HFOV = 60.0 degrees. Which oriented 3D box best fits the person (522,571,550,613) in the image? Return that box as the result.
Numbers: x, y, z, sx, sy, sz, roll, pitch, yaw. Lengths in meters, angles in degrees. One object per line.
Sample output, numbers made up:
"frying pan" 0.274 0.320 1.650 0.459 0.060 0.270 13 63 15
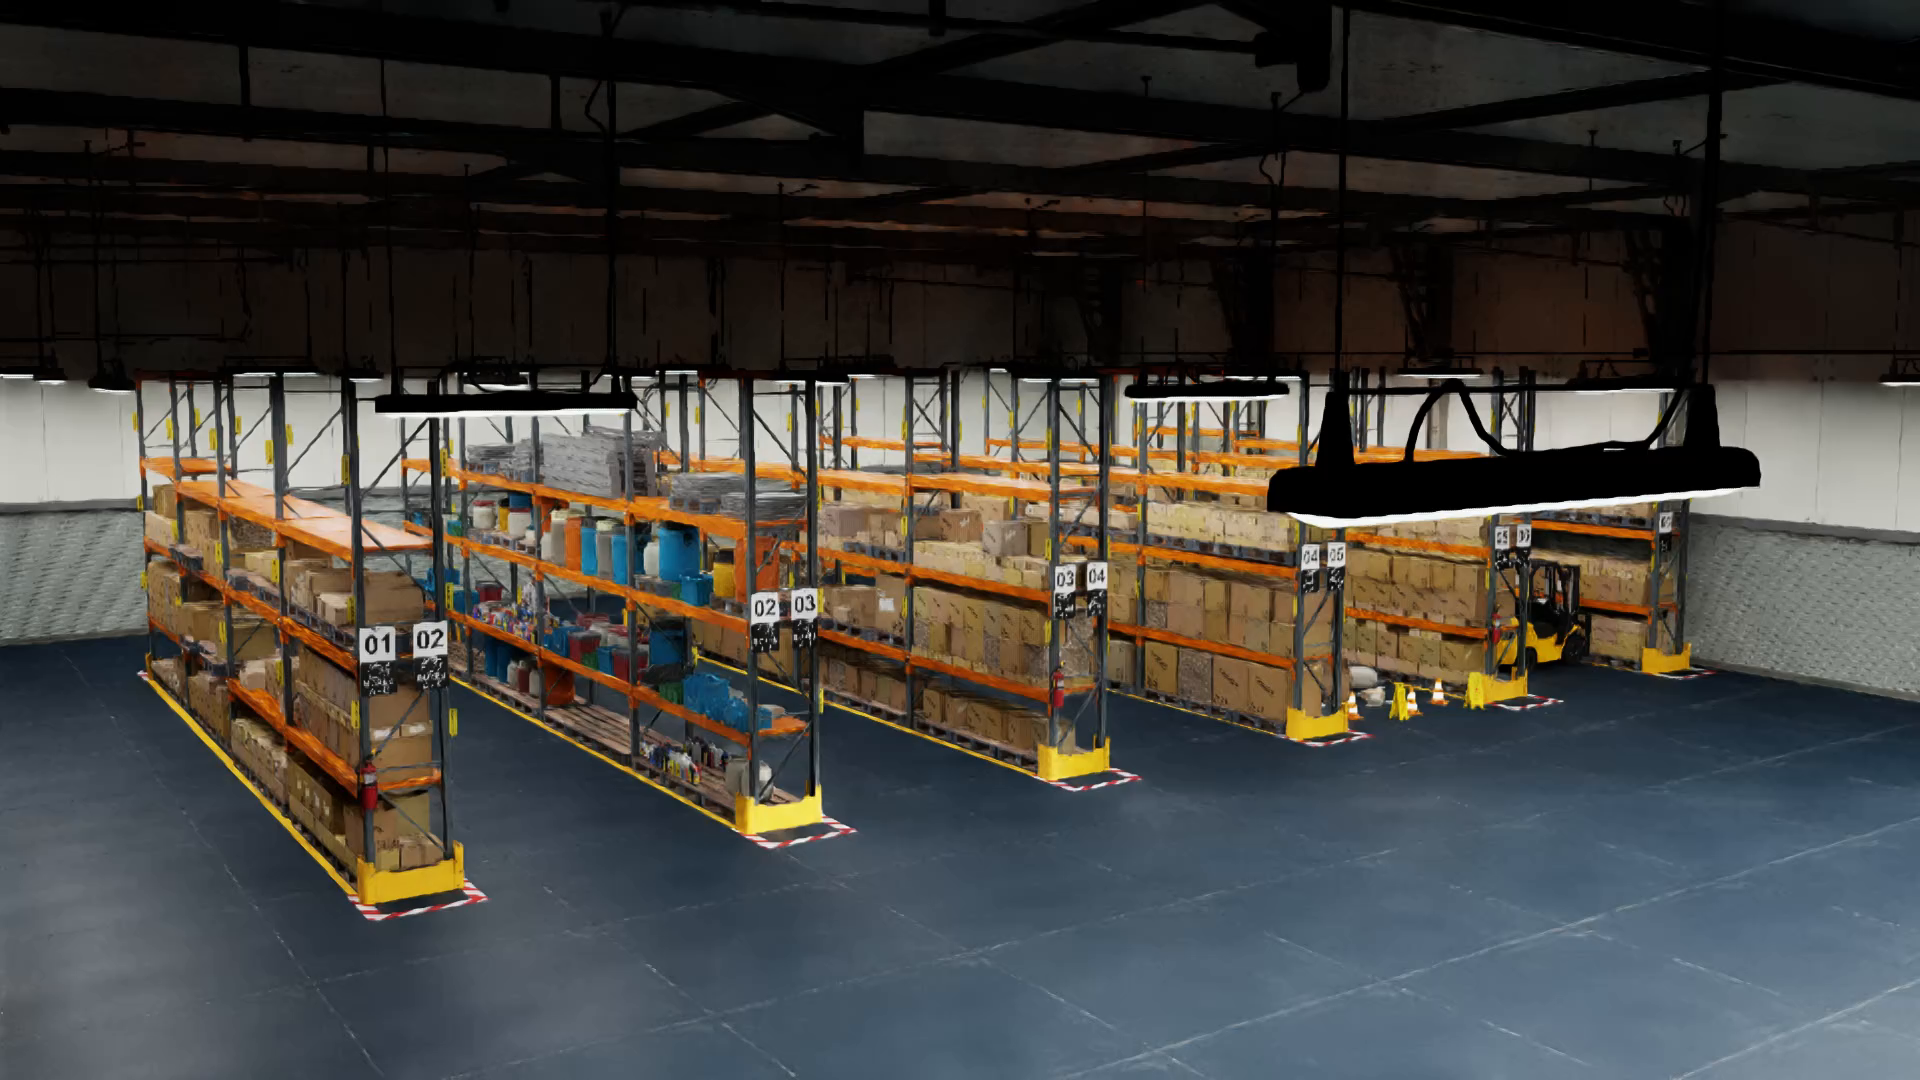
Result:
"person" -9.011 1.489 35.347 0.557 1.712 1.040 -4 8 -35
